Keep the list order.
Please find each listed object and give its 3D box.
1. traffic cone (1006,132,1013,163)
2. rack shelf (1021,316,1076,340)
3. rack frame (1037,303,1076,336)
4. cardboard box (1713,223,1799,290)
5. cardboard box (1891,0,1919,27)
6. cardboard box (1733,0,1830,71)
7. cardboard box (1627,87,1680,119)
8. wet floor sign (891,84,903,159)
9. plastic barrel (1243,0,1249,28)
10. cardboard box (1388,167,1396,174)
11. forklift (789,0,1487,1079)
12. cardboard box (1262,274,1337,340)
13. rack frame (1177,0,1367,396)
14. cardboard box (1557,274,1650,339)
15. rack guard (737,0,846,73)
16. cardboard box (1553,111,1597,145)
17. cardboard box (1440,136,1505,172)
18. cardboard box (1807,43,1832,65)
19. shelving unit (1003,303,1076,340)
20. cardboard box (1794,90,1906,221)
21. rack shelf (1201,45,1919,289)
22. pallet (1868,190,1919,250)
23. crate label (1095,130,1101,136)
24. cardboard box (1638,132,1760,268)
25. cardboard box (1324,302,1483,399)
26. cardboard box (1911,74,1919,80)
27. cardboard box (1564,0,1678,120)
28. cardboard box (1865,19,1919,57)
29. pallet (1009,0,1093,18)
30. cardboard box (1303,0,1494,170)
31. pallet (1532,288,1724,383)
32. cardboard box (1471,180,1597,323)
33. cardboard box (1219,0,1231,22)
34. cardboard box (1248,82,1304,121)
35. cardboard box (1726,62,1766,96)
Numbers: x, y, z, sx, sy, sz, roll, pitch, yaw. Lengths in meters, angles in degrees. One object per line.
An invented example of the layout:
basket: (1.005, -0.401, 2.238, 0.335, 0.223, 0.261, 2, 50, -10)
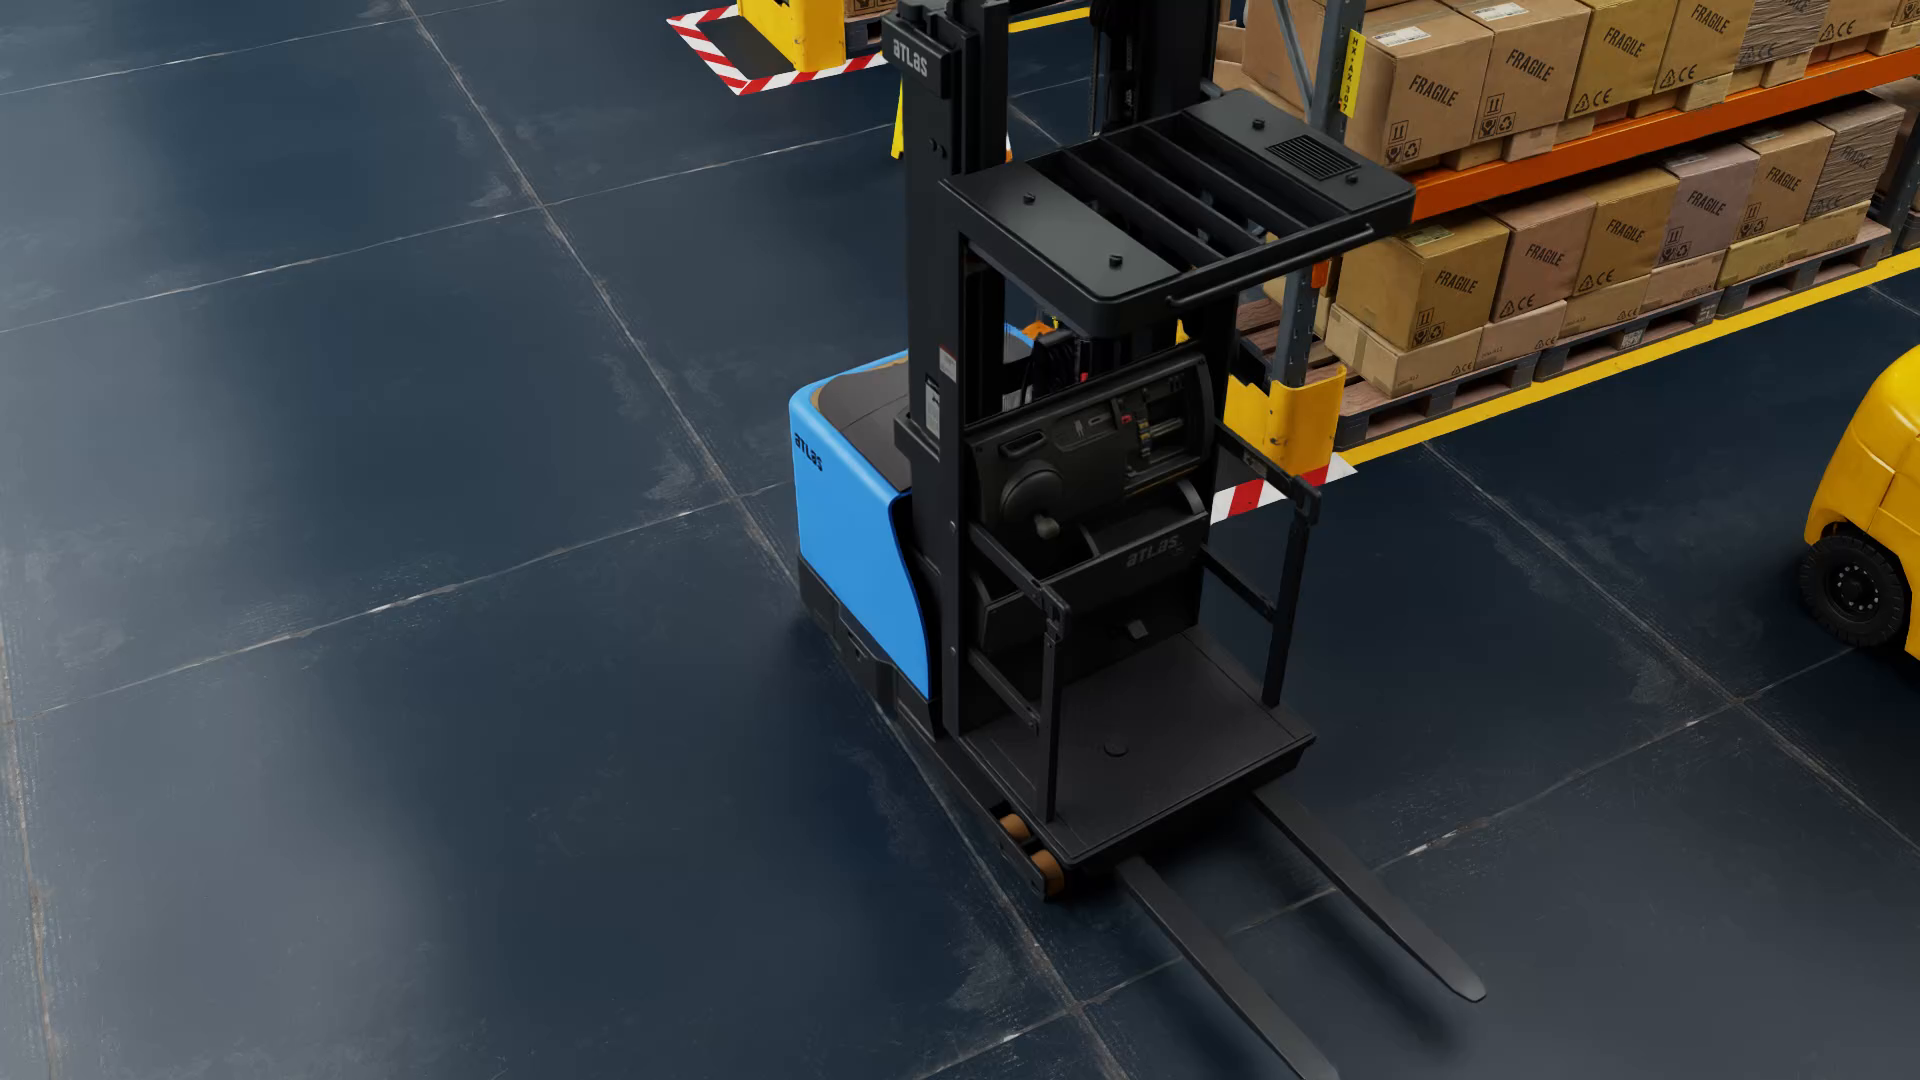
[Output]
traffic cone: (0.218, -2.199, 9.490, 0.334, 0.463, 0.336, -19, 44, -21)
rack shelf: (0.323, -0.734, 6.880, 0.215, 0.259, 0.240, 28, 47, 29)
rack frame: (0.400, -0.585, 7.129, 0.200, 1.050, 0.008, 28, 47, 29)
cardboard box: (3.927, -1.575, 8.592, 0.500, 0.250, 0.500, -20, 44, -22)
cardboard box: (4.515, -2.836, 7.971, 0.500, 0.500, 0.500, -20, 44, -22)
cardboard box: (3.604, -2.521, 7.599, 0.500, 0.500, 0.500, -17, 43, -19)
cardboard box: (3.048, -2.089, 7.591, 0.250, 0.149, 0.380, -20, 44, -22)
wet floor sign: (-0.240, -2.530, 9.739, 0.232, 0.644, 0.267, -26, 47, -28)
plastic barrel: (2.121, -3.565, 11.134, 0.421, 0.421, 0.512, 8, 41, 10)
cardboard box: (1.644, -1.652, 7.075, 0.250, 0.149, 0.380, -18, 44, -20)
forklift: (0.559, -0.228, 5.251, 1.130, 2.935, 3.031, -23, 45, -24)
cardboard box: (1.861, -1.279, 8.242, 0.500, 0.250, 0.500, -19, 44, -21)
rack frame: (1.247, -1.765, 7.014, 0.127, 3.000, 1.000, -19, 44, -21)
cardboard box: (3.025, -1.277, 8.240, 0.500, 0.250, 0.500, -16, 43, -18)
rack guard: (-1.150, -3.611, 11.128, 0.348, 0.500, 1.175, -19, 44, -21)
cardboard box: (2.594, -1.914, 7.384, 0.250, 0.149, 0.380, -17, 43, -20)
cardboard box: (2.134, -1.769, 7.212, 0.250, 0.149, 0.380, -20, 44, -22)
cardboard box: (3.938, -2.415, 7.976, 0.250, 0.149, 0.380, -19, 44, -21)
shelving unit: (0.323, -0.524, 7.056, 0.215, 1.050, 0.252, 28, 47, 29)
cardboard box: (4.394, -2.026, 8.544, 0.500, 0.500, 0.500, -19, 44, -21)
rack shelf: (3.021, -2.088, 7.952, 4.000, 0.370, 1.077, -19, 44, -21)
pallet: (5.485, -2.128, 9.601, 1.213, 0.211, 1.003, -19, 44, -21)
crate label: (0.887, -2.345, 9.914, 0.250, 0.136, 0.298, 22, 45, 24)
cardboard box: (3.492, -1.720, 8.183, 0.500, 0.500, 0.500, -16, 43, -18)
cardboard box: (2.090, -0.959, 7.864, 0.500, 0.250, 0.500, -19, 44, -21)
cardboard box: (5.895, -2.491, 9.580, 0.625, 0.372, 0.950, -16, 43, -18)
cardboard box: (2.704, -2.209, 7.230, 0.500, 0.500, 0.500, -19, 44, -21)
cardboard box: (4.432, -2.514, 8.093, 0.250, 0.149, 0.380, -18, 43, -20)
pallet: (0.624, -4.152, 11.992, 1.213, 0.211, 1.003, -19, 44, -21)
cardboard box: (1.795, -1.900, 6.865, 0.500, 0.500, 0.500, -19, 44, -21)
pallet: (3.132, -1.308, 8.631, 1.213, 0.211, 1.003, -19, 44, -21)
cardboard box: (2.573, -1.411, 7.818, 0.500, 0.500, 0.500, -20, 44, -22)
cardboard box: (1.516, -3.761, 11.304, 0.500, 0.500, 0.500, -12, 42, -13)
cardboard box: (1.480, -1.904, 7.372, 0.250, 0.149, 0.380, -17, 43, -19)
cardboard box: (3.510, -2.228, 7.755, 0.250, 0.149, 0.380, -19, 44, -21)
